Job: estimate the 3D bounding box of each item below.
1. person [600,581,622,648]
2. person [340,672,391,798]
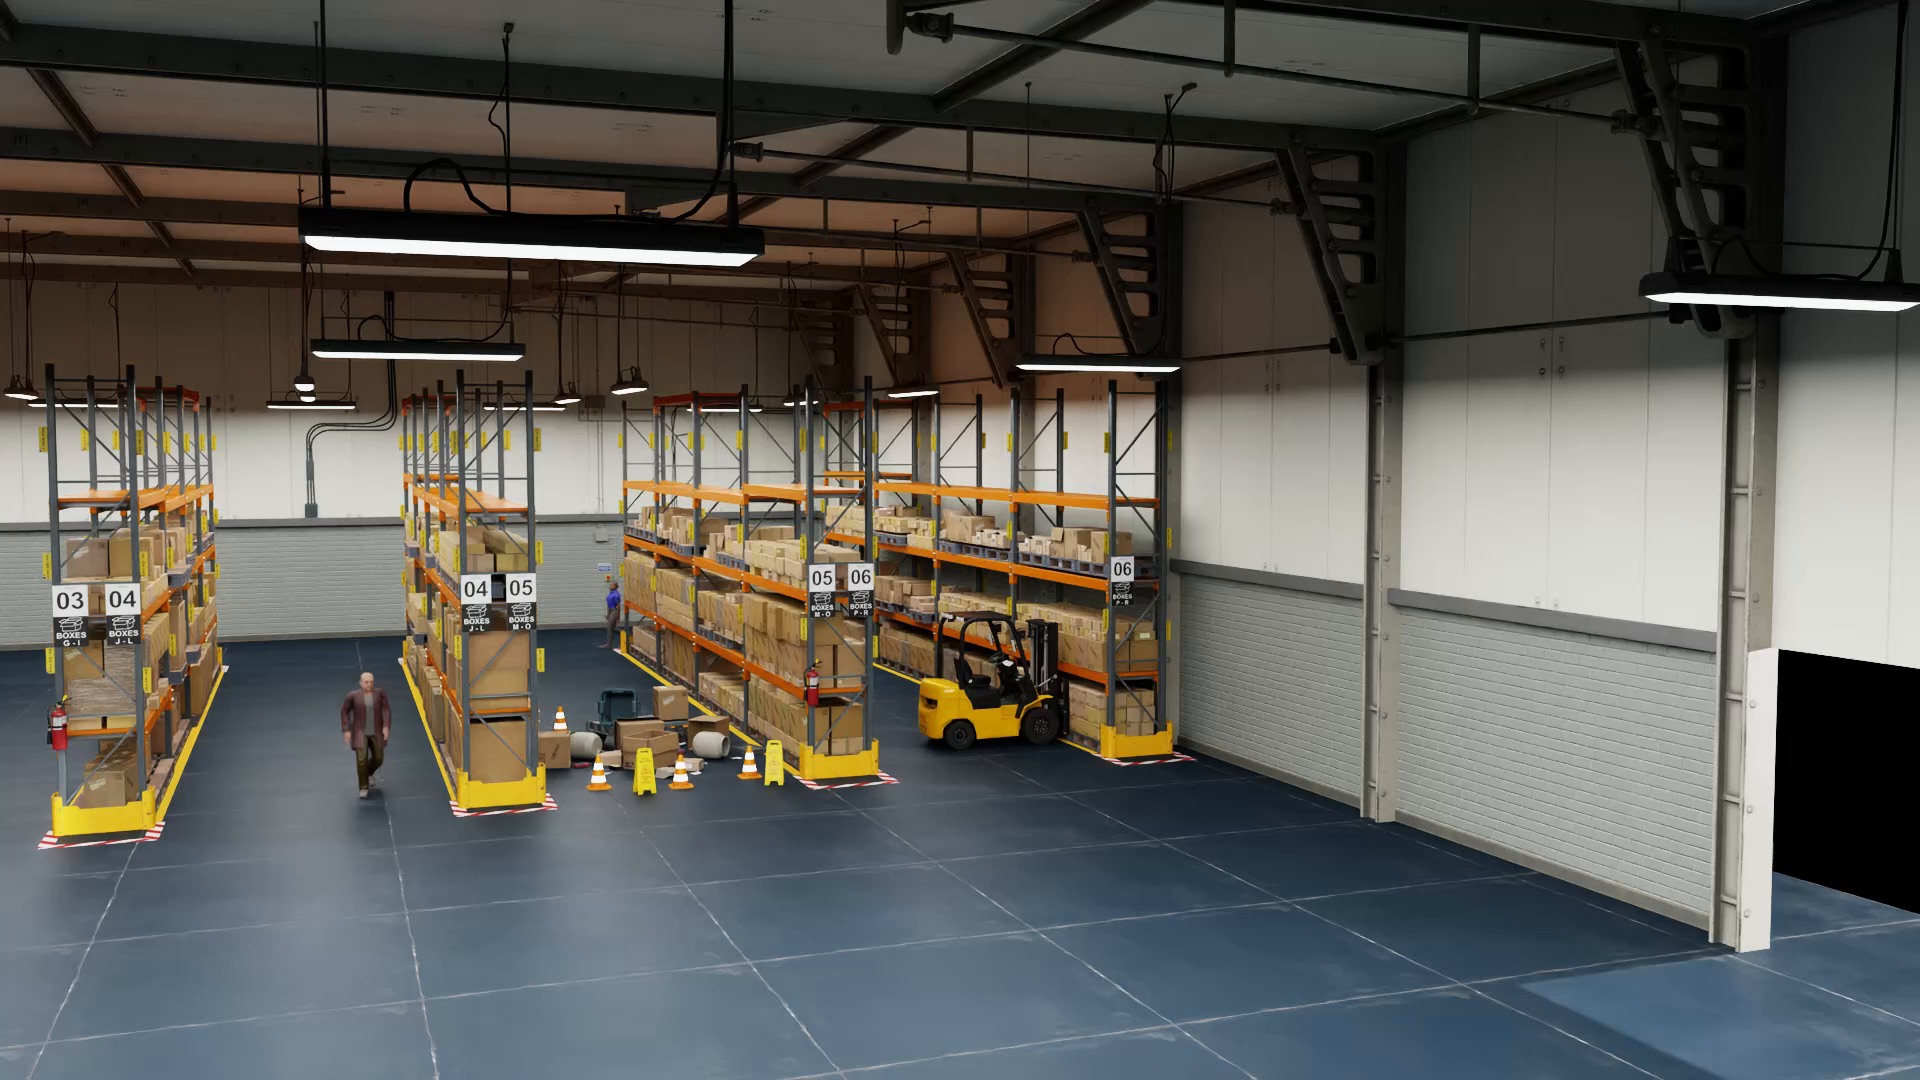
[{"bbox_3d":[-8.442,1.806,40.679,0.799,1.638,0.486,-3,4,-39],"label":"person"},{"bbox_3d":[-8.491,2.746,23.734,0.664,1.760,0.768,-2,4,-33],"label":"person"}]
